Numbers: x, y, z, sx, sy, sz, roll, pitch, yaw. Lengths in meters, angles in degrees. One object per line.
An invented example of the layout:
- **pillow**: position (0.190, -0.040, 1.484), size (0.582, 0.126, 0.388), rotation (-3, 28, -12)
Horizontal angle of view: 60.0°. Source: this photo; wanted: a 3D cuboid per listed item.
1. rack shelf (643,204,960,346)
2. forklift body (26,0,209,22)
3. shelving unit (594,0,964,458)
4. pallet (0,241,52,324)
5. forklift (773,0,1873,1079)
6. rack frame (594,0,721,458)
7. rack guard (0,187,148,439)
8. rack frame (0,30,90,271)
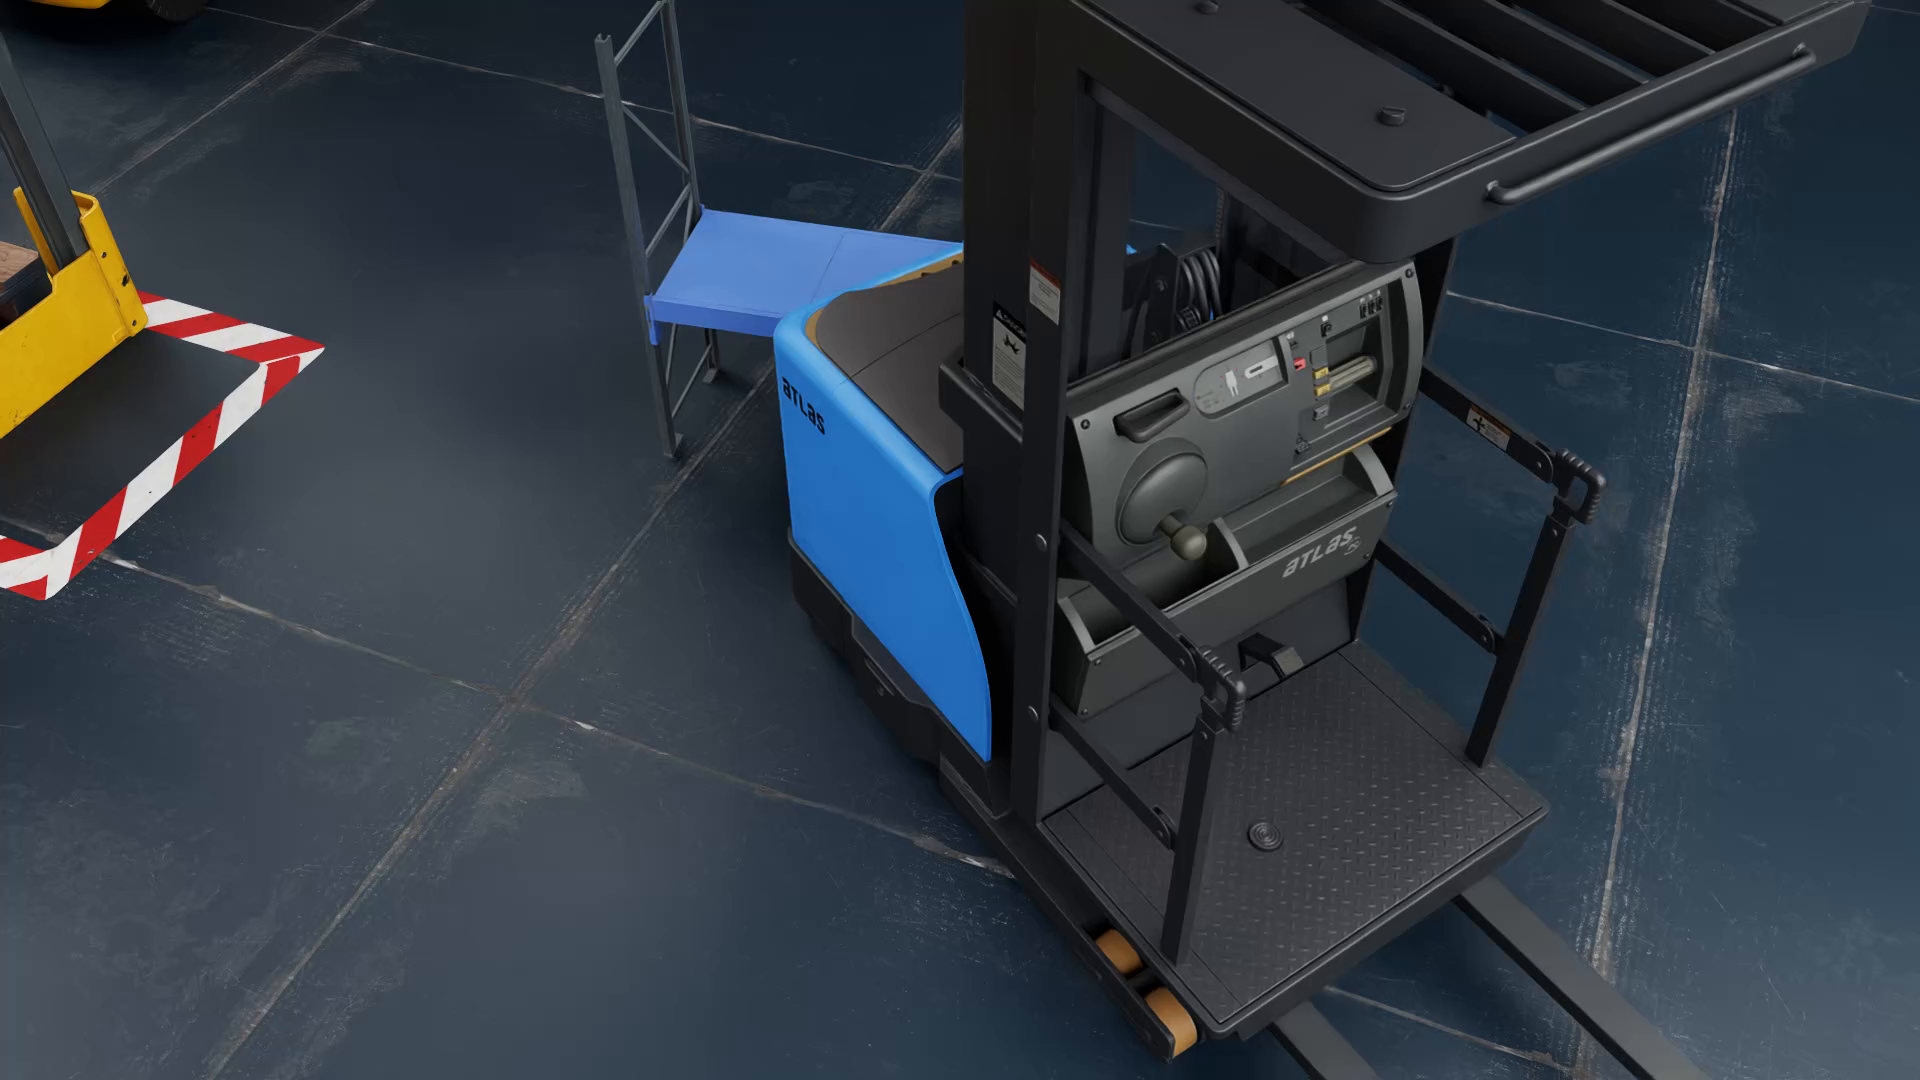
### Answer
- **rack shelf**: position (-0.419, -0.772, 5.218), size (1.000, 0.185, 0.538), rotation (9, 46, 9)
- **forklift body**: position (-3.790, -3.780, 7.524), size (1.214, 2.155, 2.313), rotation (16, 47, 16)
- **shelving unit**: position (-0.419, -0.900, 5.091), size (1.048, 1.500, 0.538), rotation (9, 46, 9)
- **pallet**: position (-4.052, -0.797, 5.901), size (1.213, 0.211, 1.003), rotation (16, 47, 16)
- **forklift**: position (0.744, -0.190, 3.363), size (1.130, 2.935, 3.031), rotation (-26, 50, -24)
- **rack frame**: position (-0.914, -0.980, 5.171), size (0.032, 1.500, 0.500), rotation (9, 46, 9)
- **rack guard**: position (-3.316, -0.656, 5.555), size (0.348, 0.500, 1.175), rotation (16, 47, 16)
- **rack frame**: position (-3.246, -1.521, 4.652), size (0.127, 3.000, 1.000), rotation (16, 47, 16)
